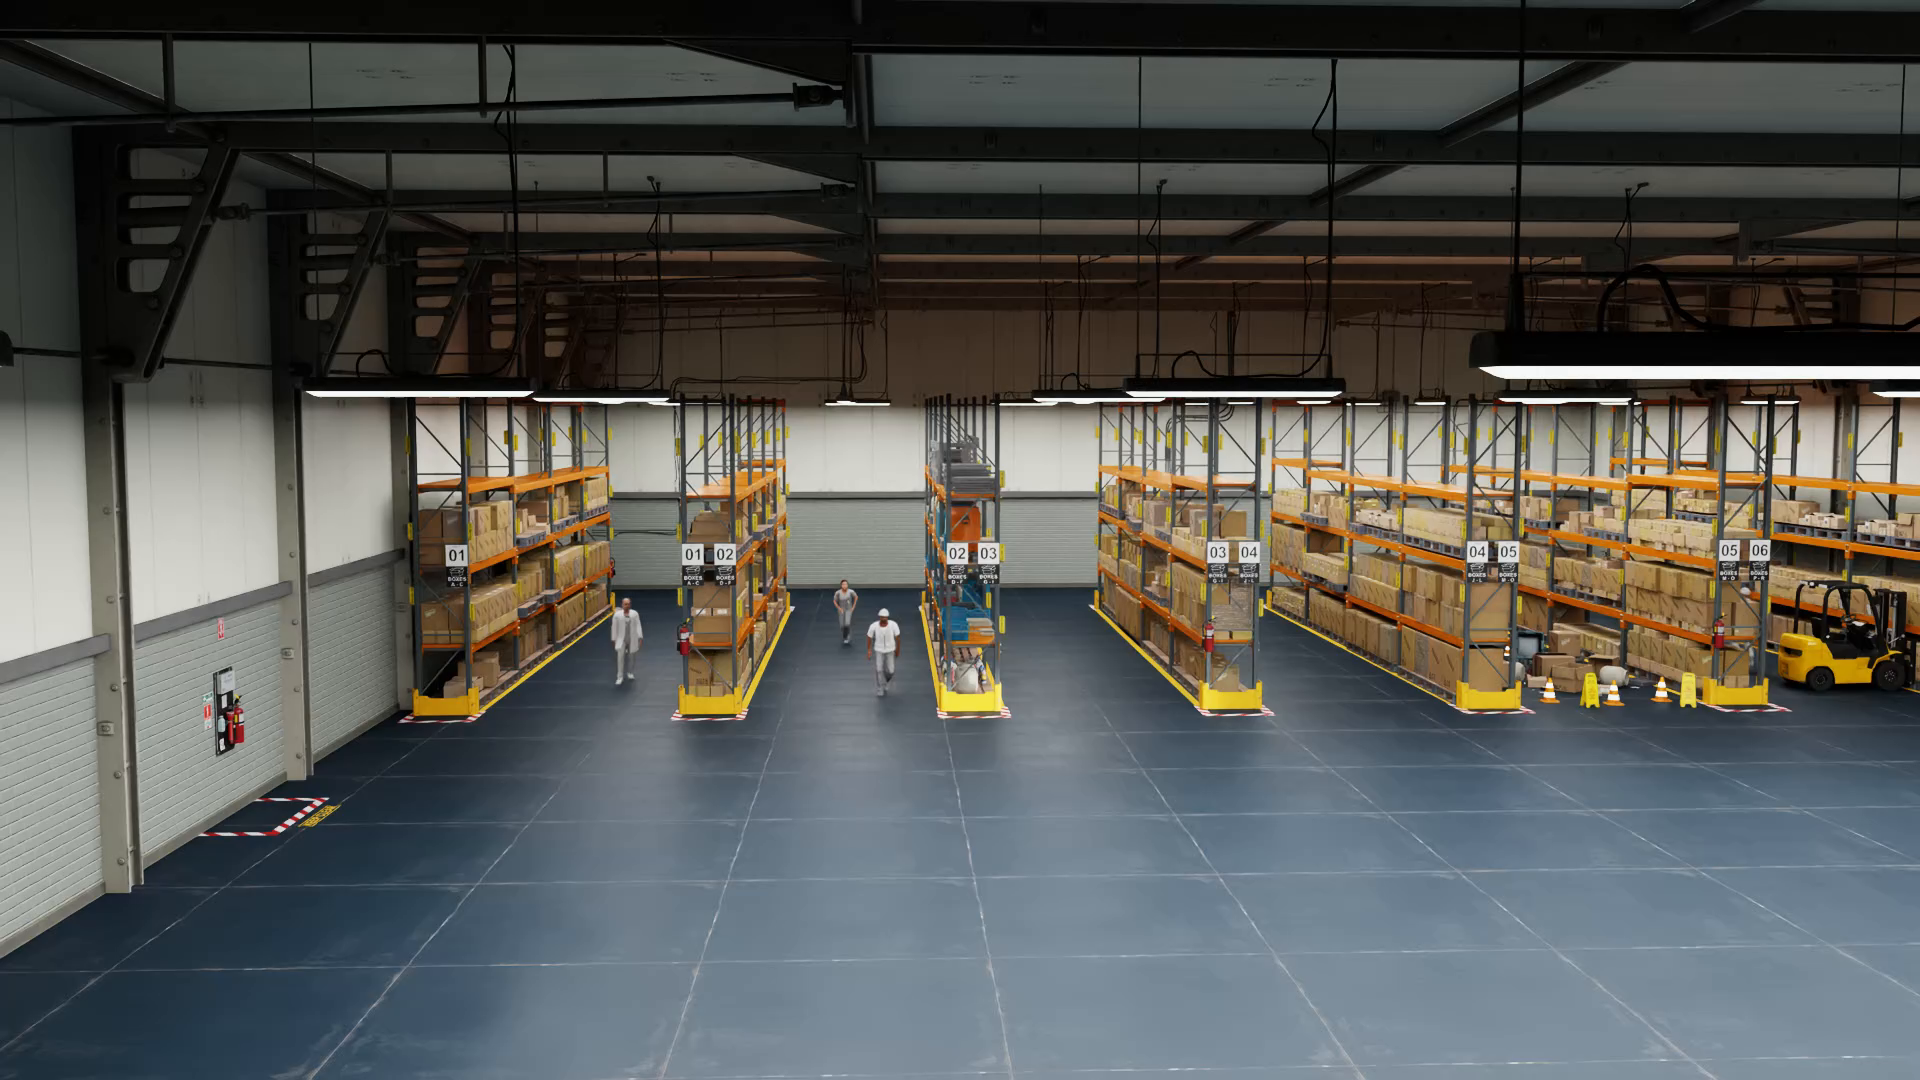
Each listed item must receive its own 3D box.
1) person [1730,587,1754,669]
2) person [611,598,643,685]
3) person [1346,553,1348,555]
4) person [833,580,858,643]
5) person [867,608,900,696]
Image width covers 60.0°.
[{"bbox_3d":[17.285,1.927,36.567,0.528,1.762,0.534,-1,5,-16],"label":"person"},{"bbox_3d":[-6.946,2.087,34.702,0.645,1.731,1.021,-1,5,-13],"label":"person"},{"bbox_3d":[11.002,1.135,46.915,0.626,1.777,0.585,0,5,-2],"label":"person"},{"bbox_3d":[-2.781,1.750,40.515,0.568,1.554,0.703,0,5,5],"label":"person"},{"bbox_3d":[-1.532,2.228,33.352,0.672,1.742,0.619,0,5,-4],"label":"person"}]
